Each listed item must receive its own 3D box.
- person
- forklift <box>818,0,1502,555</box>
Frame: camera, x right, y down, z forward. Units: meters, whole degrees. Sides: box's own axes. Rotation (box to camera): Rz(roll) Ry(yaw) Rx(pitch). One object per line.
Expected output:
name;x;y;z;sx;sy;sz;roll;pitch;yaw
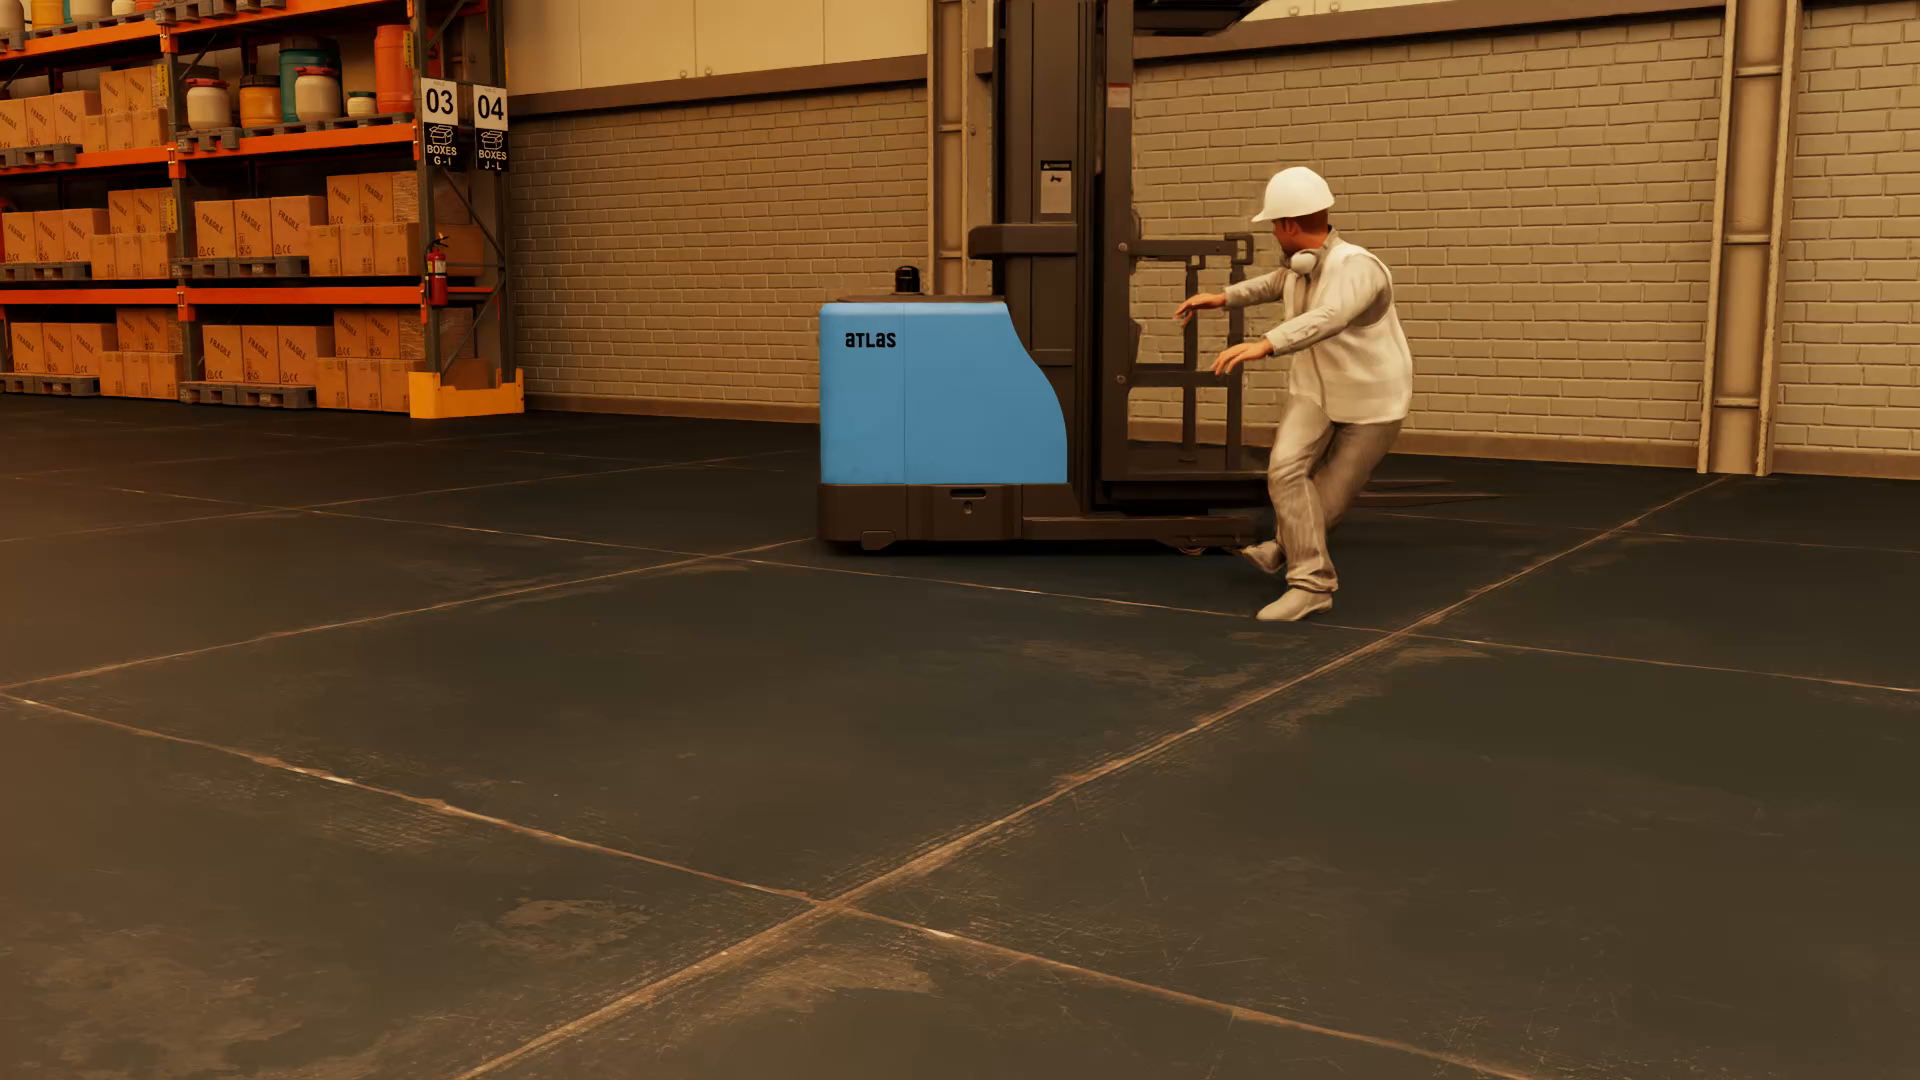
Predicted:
person;1.084;-0.515;5.869;0.881;1.551;1.100;7;11;42
forklift;0.880;-1.460;7.460;3.031;2.935;1.130;0;8;-3
